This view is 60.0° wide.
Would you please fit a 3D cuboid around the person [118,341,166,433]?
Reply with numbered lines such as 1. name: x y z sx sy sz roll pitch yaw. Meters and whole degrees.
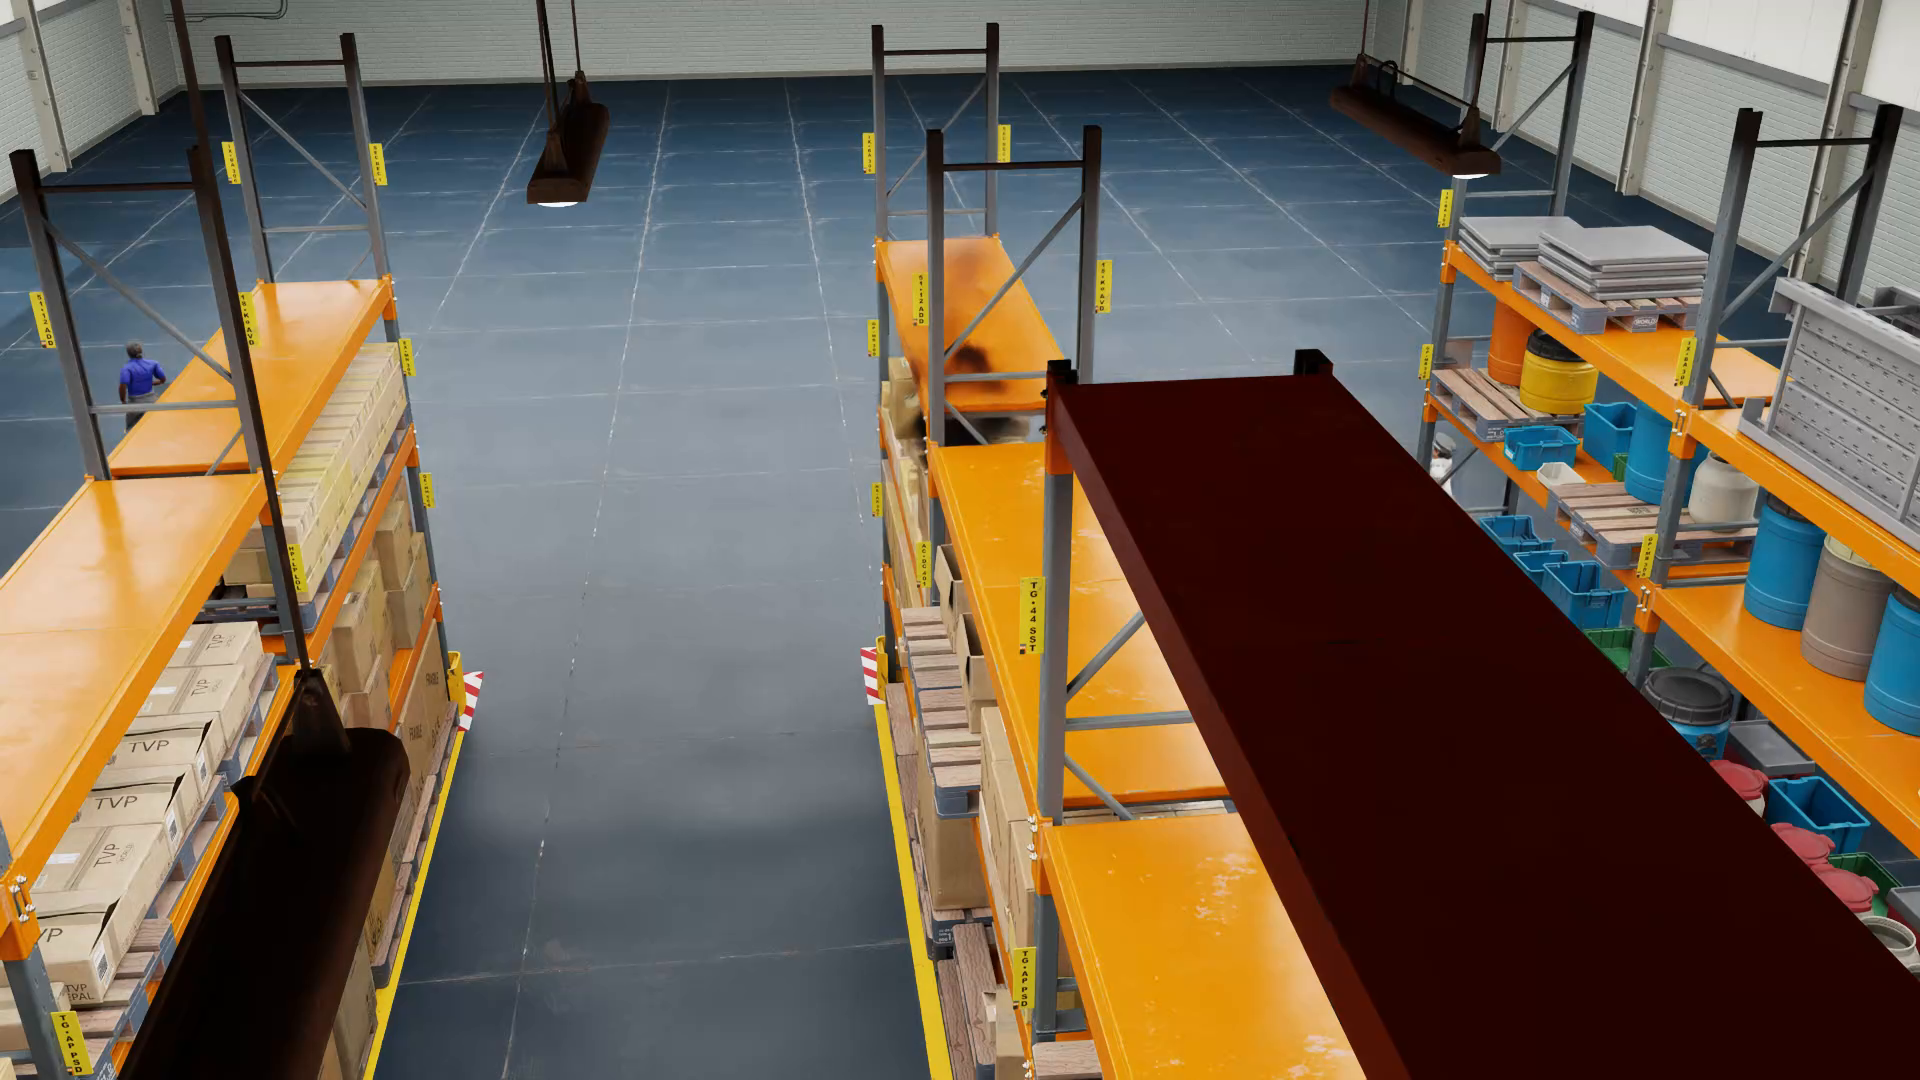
1. person: -9.855 -1.628 20.038 0.537 1.624 0.624 20 32 35

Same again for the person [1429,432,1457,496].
1. person: 4.884 -0.266 17.108 0.690 1.770 0.609 17 30 32
